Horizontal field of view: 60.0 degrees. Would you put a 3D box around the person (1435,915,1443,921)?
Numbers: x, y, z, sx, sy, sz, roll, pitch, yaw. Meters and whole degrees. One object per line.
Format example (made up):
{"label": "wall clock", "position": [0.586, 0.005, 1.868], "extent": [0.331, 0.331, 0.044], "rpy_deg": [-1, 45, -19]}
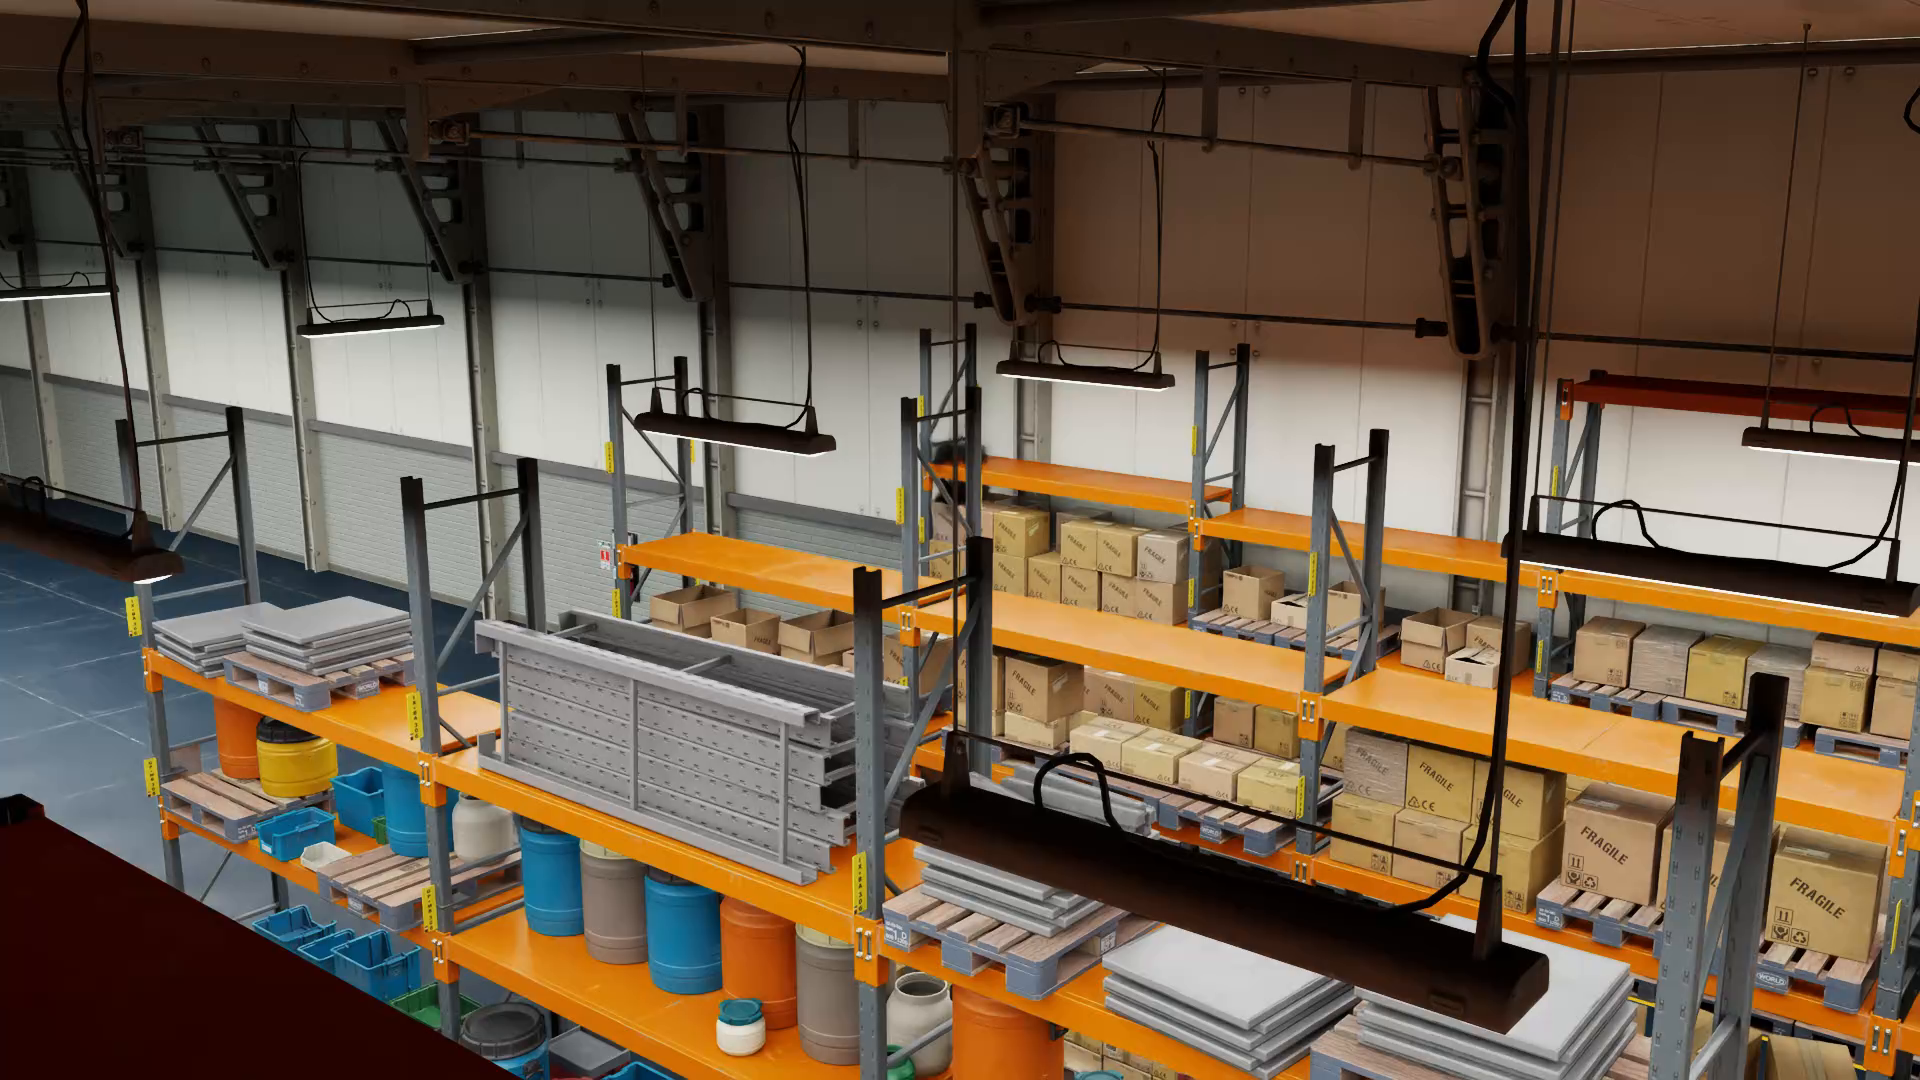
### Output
{"label": "person", "position": [4.176, 4.033, 14.443], "extent": [0.592, 1.742, 0.655], "rpy_deg": [8, 15, 33]}

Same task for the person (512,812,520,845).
{"label": "person", "position": [-4.947, 2.957, 19.179], "extent": [0.899, 1.487, 0.515], "rpy_deg": [-3, 13, -15]}
